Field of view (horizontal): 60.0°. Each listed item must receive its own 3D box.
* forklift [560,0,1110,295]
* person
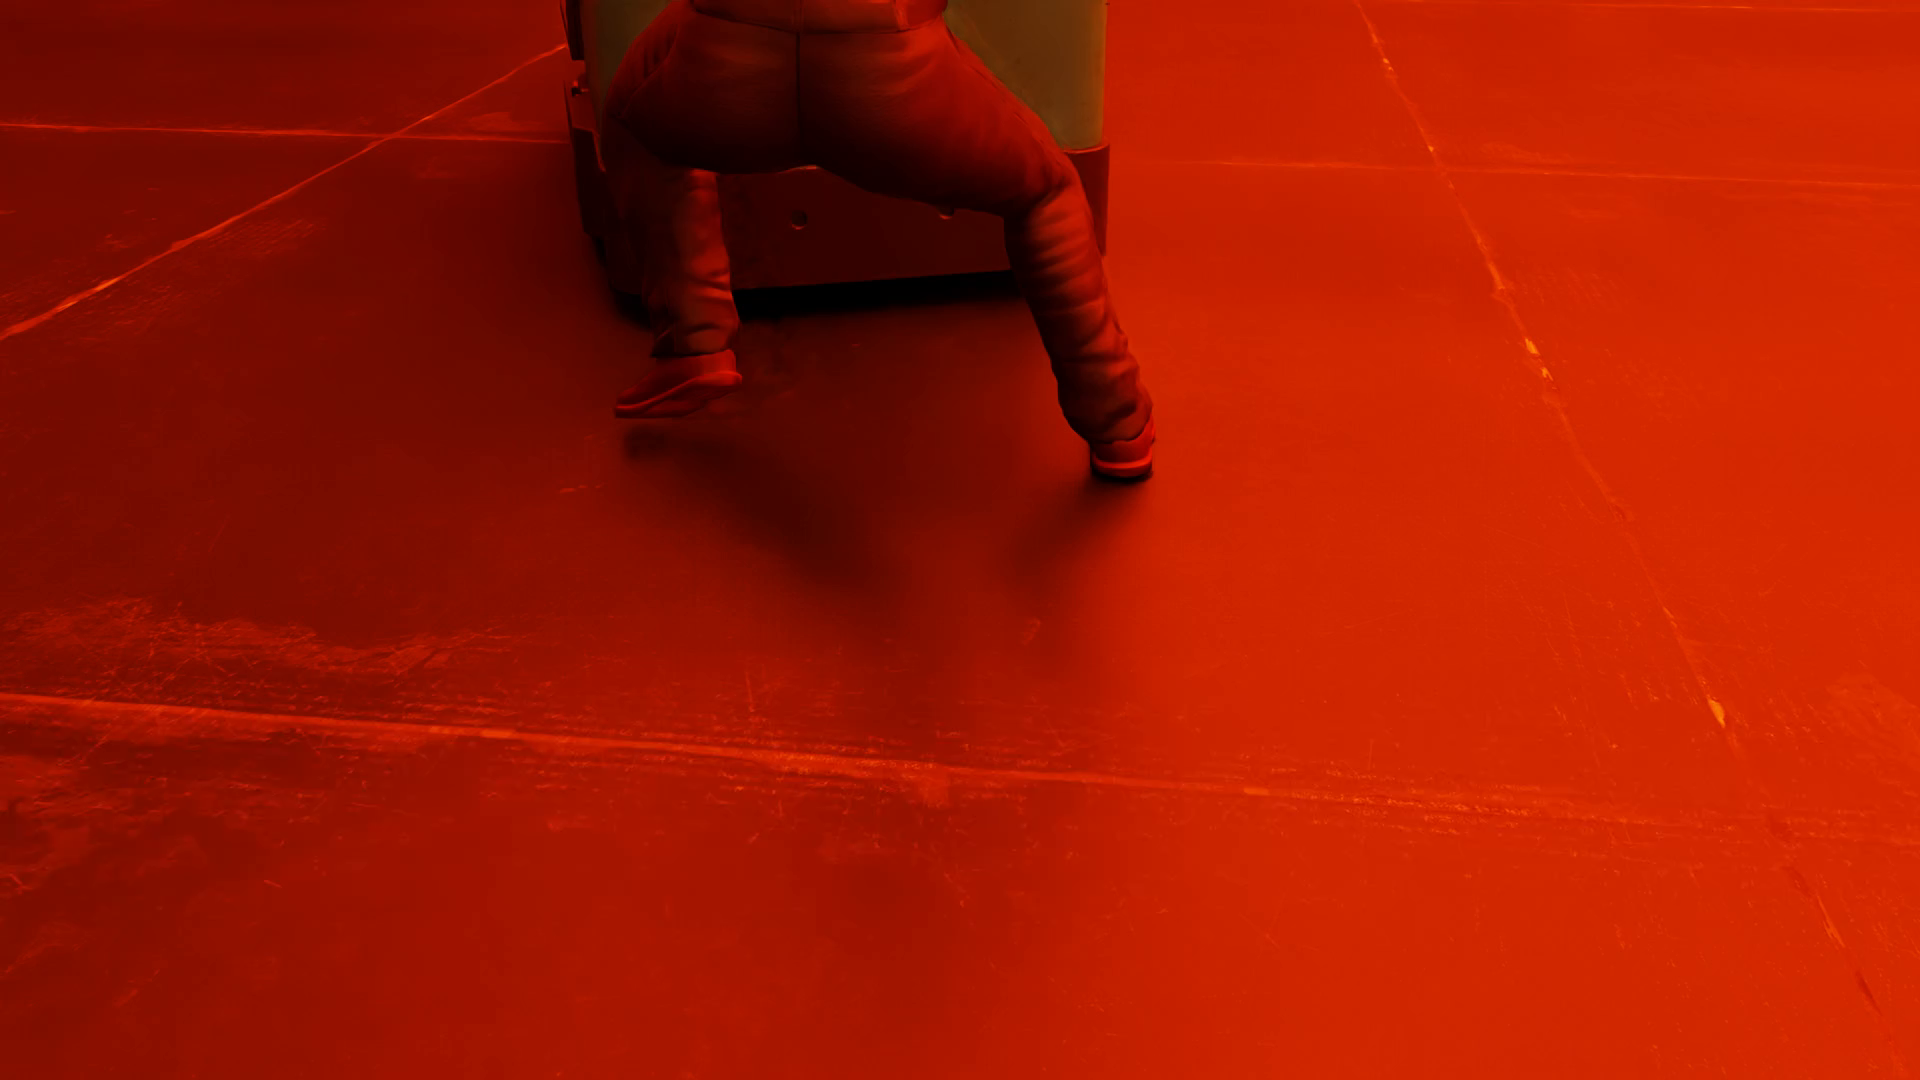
[{"bbox_3d":[-0.535,-2.434,4.095,1.130,2.935,3.031,-6,27,-12],"label":"forklift"},{"bbox_3d":[-0.152,-0.798,2.492,0.952,1.434,0.711,3,27,7],"label":"person"}]
